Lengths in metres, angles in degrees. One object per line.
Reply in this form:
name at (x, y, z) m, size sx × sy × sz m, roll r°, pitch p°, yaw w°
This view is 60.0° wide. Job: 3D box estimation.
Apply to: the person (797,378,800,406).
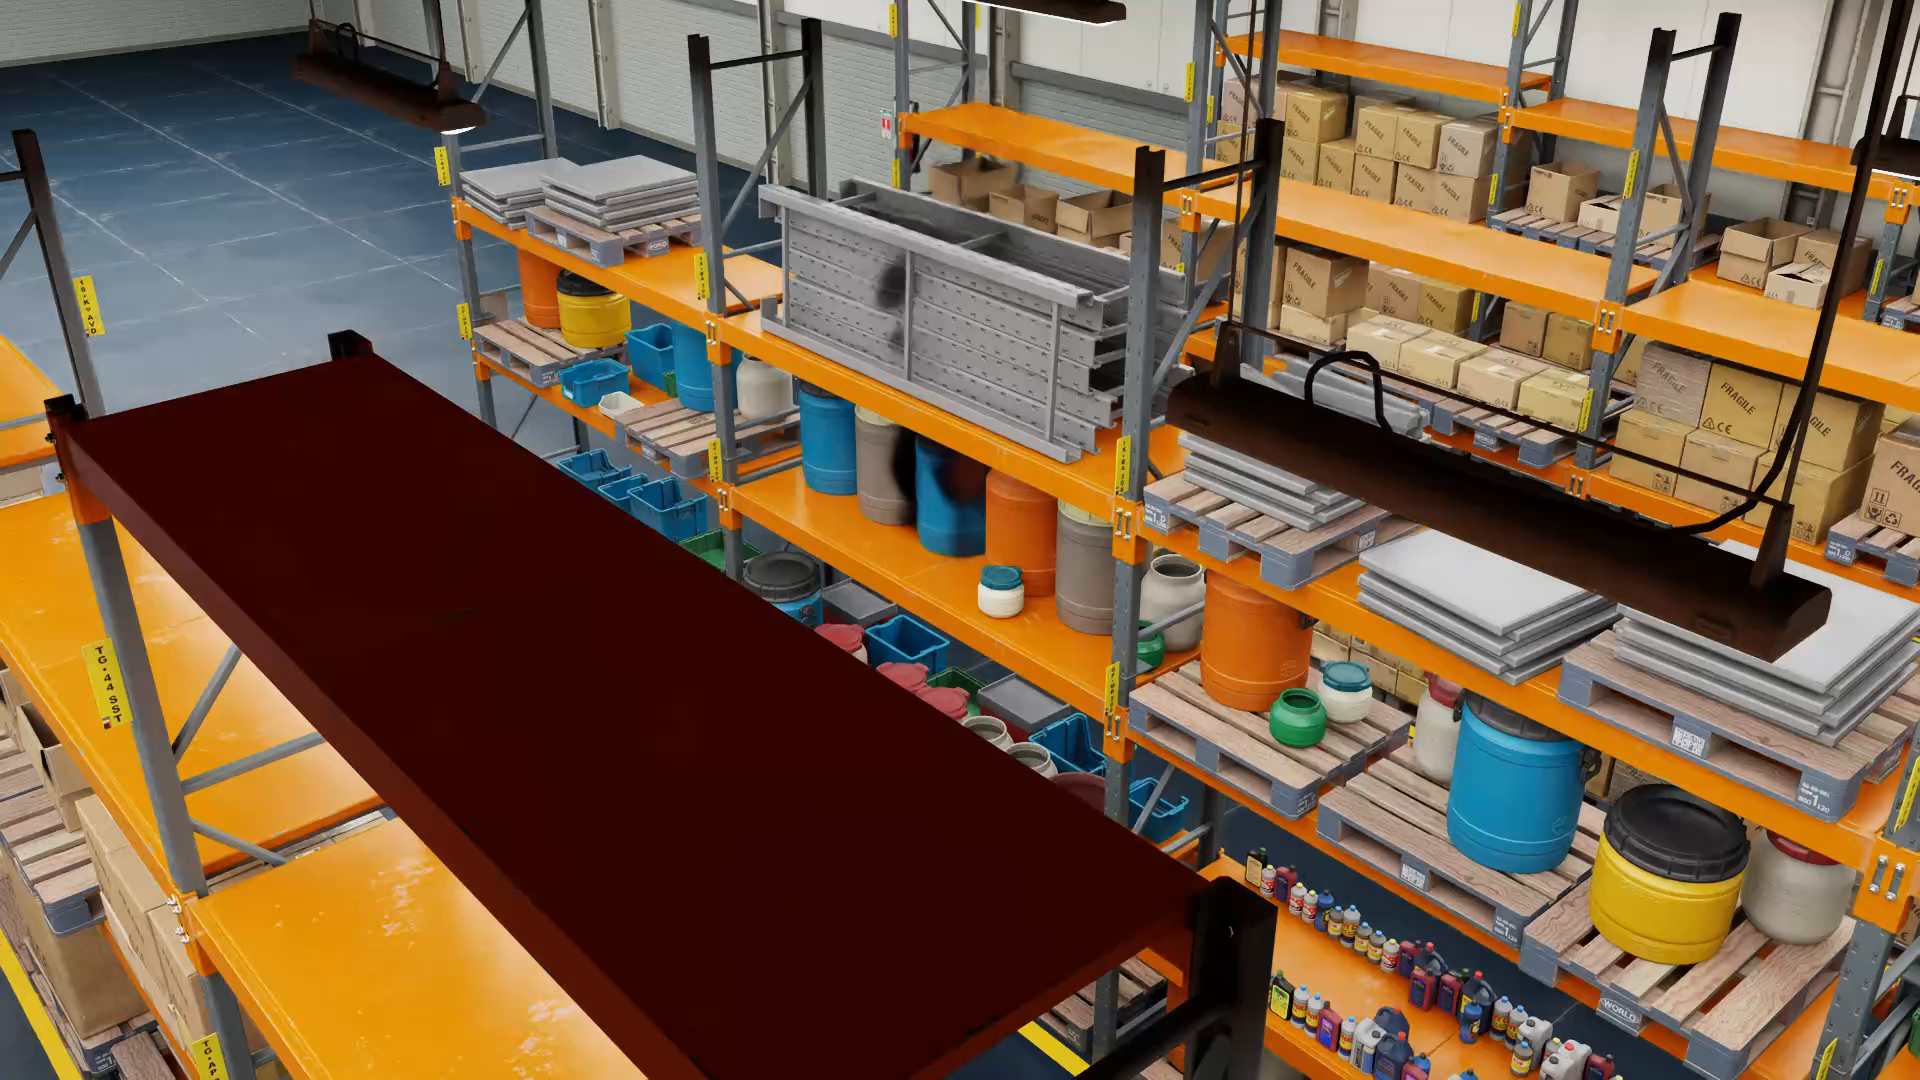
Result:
person at (-1.680, -2.204, 19.953) m, size 0.969 × 1.770 × 0.718 m, roll -3°, pitch 27°, yaw -6°
